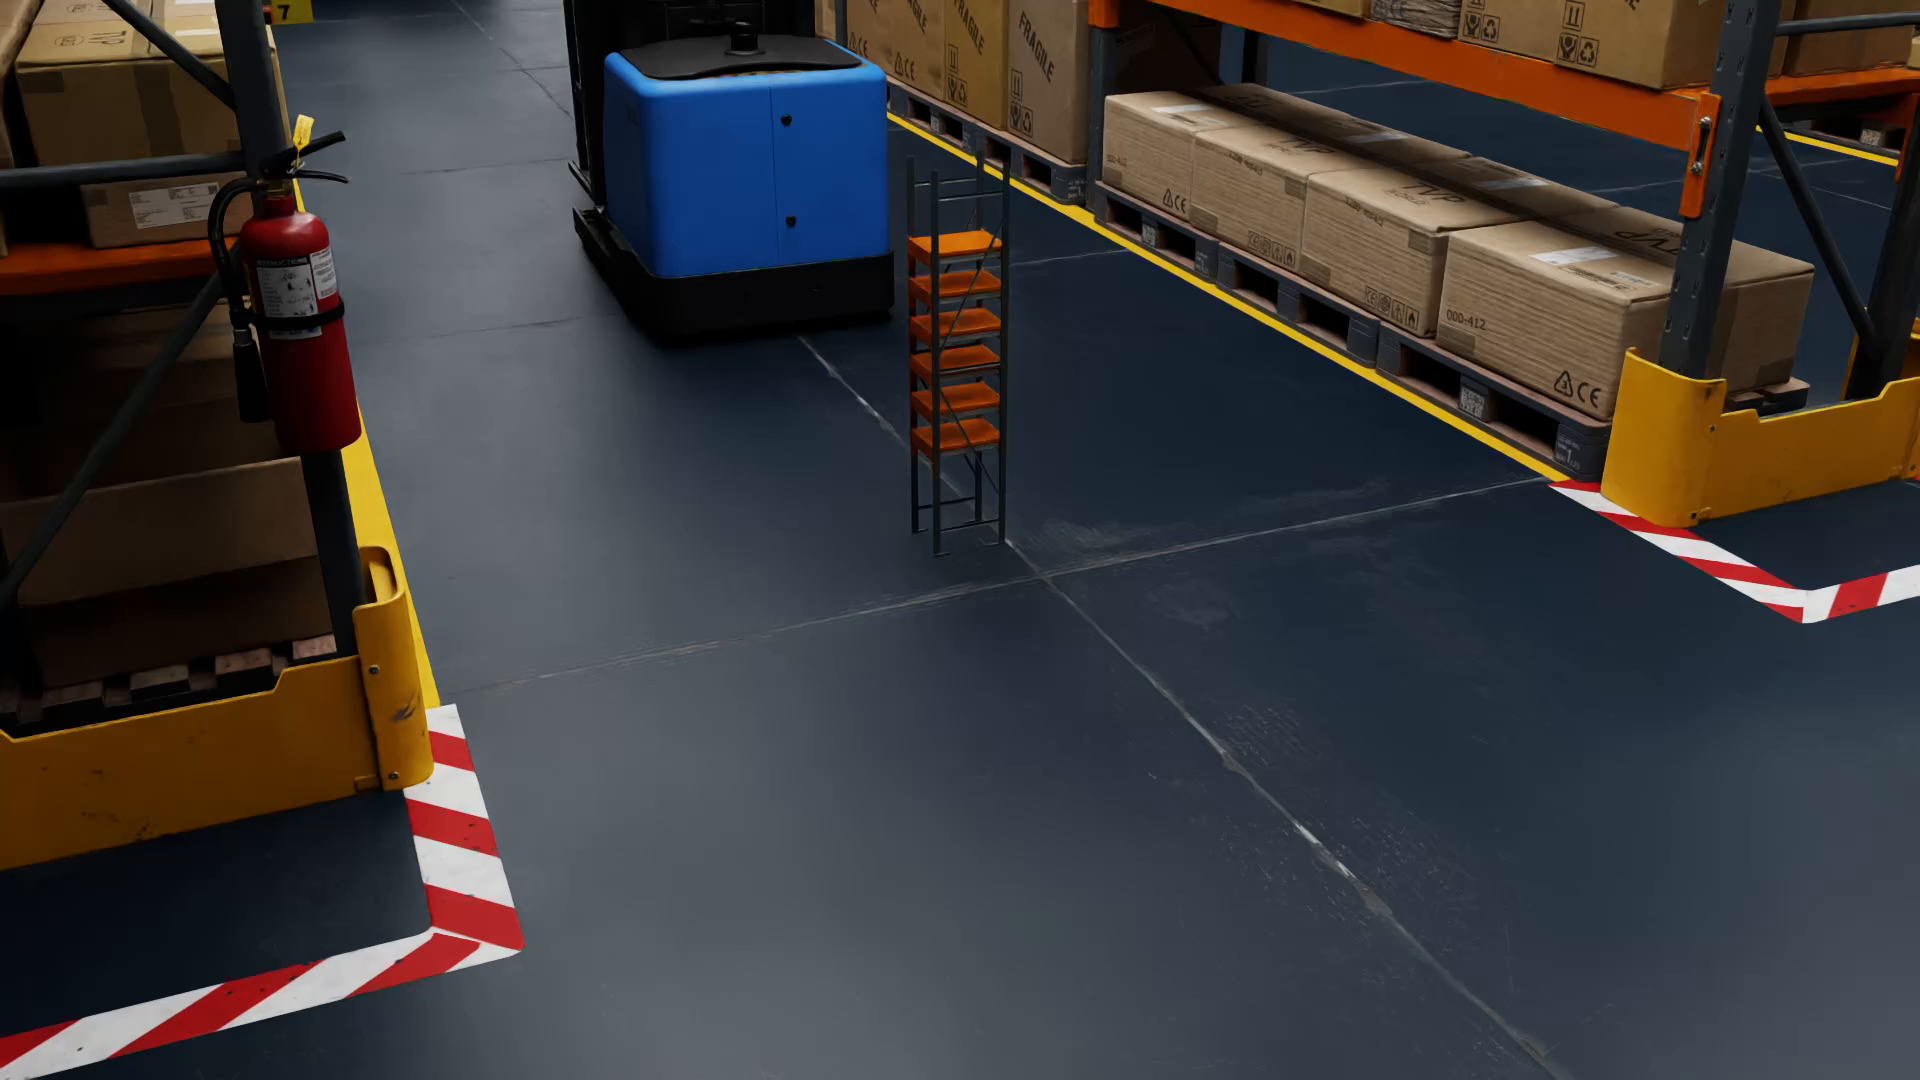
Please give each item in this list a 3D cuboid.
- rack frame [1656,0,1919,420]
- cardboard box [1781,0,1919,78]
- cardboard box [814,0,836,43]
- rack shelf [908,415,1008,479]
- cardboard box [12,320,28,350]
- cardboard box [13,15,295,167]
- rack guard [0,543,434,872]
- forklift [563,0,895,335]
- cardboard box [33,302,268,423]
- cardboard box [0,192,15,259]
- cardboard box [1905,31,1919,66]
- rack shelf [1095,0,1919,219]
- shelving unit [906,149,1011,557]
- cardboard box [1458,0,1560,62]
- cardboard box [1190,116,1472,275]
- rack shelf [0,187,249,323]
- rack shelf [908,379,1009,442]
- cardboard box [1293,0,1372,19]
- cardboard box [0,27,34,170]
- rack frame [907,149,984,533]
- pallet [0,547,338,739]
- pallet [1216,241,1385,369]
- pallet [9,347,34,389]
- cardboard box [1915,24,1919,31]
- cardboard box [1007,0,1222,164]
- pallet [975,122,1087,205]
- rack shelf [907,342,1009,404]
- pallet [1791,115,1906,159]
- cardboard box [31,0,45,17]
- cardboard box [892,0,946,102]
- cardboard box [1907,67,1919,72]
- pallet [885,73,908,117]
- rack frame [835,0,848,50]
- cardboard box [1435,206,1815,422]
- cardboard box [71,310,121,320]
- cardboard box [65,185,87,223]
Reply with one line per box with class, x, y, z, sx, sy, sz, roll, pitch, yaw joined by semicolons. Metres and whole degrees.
rack frame;2.717;-1.554;5.014;1.000;3.000;0.127;-11;28;-21
cardboard box;2.794;-1.842;5.490;0.500;0.500;0.500;-11;28;-21
cardboard box;-0.628;-4.021;12.584;0.950;0.372;0.625;-13;29;-24
rack shelf;-0.006;-0.289;5.124;0.258;0.103;0.180;-11;28;-21
cardboard box;-3.374;-0.987;6.440;0.500;0.311;0.500;-10;28;-19
cardboard box;-1.778;-0.995;3.701;0.500;0.250;0.500;-10;28;-20
rack guard;-1.878;0.393;3.875;1.175;0.500;0.348;-11;28;-21
forklift;-1.285;-2.782;7.607;1.130;2.935;3.031;-10;28;-19
cardboard box;-2.300;-0.380;4.980;0.700;0.500;0.500;-9;28;-18
cardboard box;-2.225;-0.674;3.499;0.380;0.149;0.250;-11;28;-21
cardboard box;5.664;-2.939;9.943;0.380;0.149;0.250;-9;27;-18
rack shelf;1.934;-2.038;6.825;1.077;0.370;4.000;-11;28;-21
shelving unit;-0.006;-0.545;4.999;0.258;1.200;0.189;-11;28;-21
cardboard box;2.102;-1.953;5.718;0.500;0.500;0.500;-11;28;-22
cardboard box;1.649;-1.573;7.494;0.875;0.438;0.875;-11;28;-22
rack shelf;-2.632;-1.184;5.075;1.077;0.370;4.000;-11;28;-21
rack shelf;-0.006;-0.397;5.071;0.258;0.103;0.180;-11;28;-21
cardboard box;1.678;-2.365;6.562;0.500;0.500;0.500;-10;28;-19
cardboard box;-2.273;-0.906;3.518;0.500;0.250;0.500;-10;28;-19
rack frame;-0.042;-0.582;5.074;0.240;1.200;0.006;-11;28;-21
pallet;-2.191;0.201;4.597;1.003;0.211;1.213;-11;28;-21
pallet;1.858;-1.102;7.266;1.003;0.211;1.213;-11;28;-21
pallet;-3.147;-0.784;6.615;1.003;0.211;1.213;-11;28;-21
cardboard box;6.045;-3.136;10.347;0.380;0.149;0.250;-10;28;-19
cardboard box;0.835;-2.639;9.180;0.875;0.875;0.875;-10;28;-19
pallet;0.779;-2.214;9.544;1.003;0.211;1.213;-11;28;-21
rack shelf;-0.006;-0.505;5.018;0.258;0.103;0.180;-11;28;-21
pallet;5.962;-2.542;10.216;1.003;0.211;1.213;-11;28;-21
cardboard box;-2.663;-1.315;4.356;0.500;0.250;0.500;-10;28;-19
cardboard box;0.124;-3.364;10.663;0.875;0.875;0.875;-10;28;-20
cardboard box;5.824;-2.721;9.836;0.380;0.149;0.250;-11;28;-21
pallet;-0.176;-3.199;11.562;1.003;0.211;1.213;-11;28;-21
rack frame;-0.416;-4.784;11.628;1.000;3.000;0.127;-11;28;-21
cardboard box;2.367;-0.841;5.994;0.875;0.438;0.875;-12;28;-22
cardboard box;-2.706;-0.799;5.838;0.700;0.500;0.500;-12;28;-23
cardboard box;-1.867;-0.861;3.881;0.380;0.149;0.250;-10;28;-19
